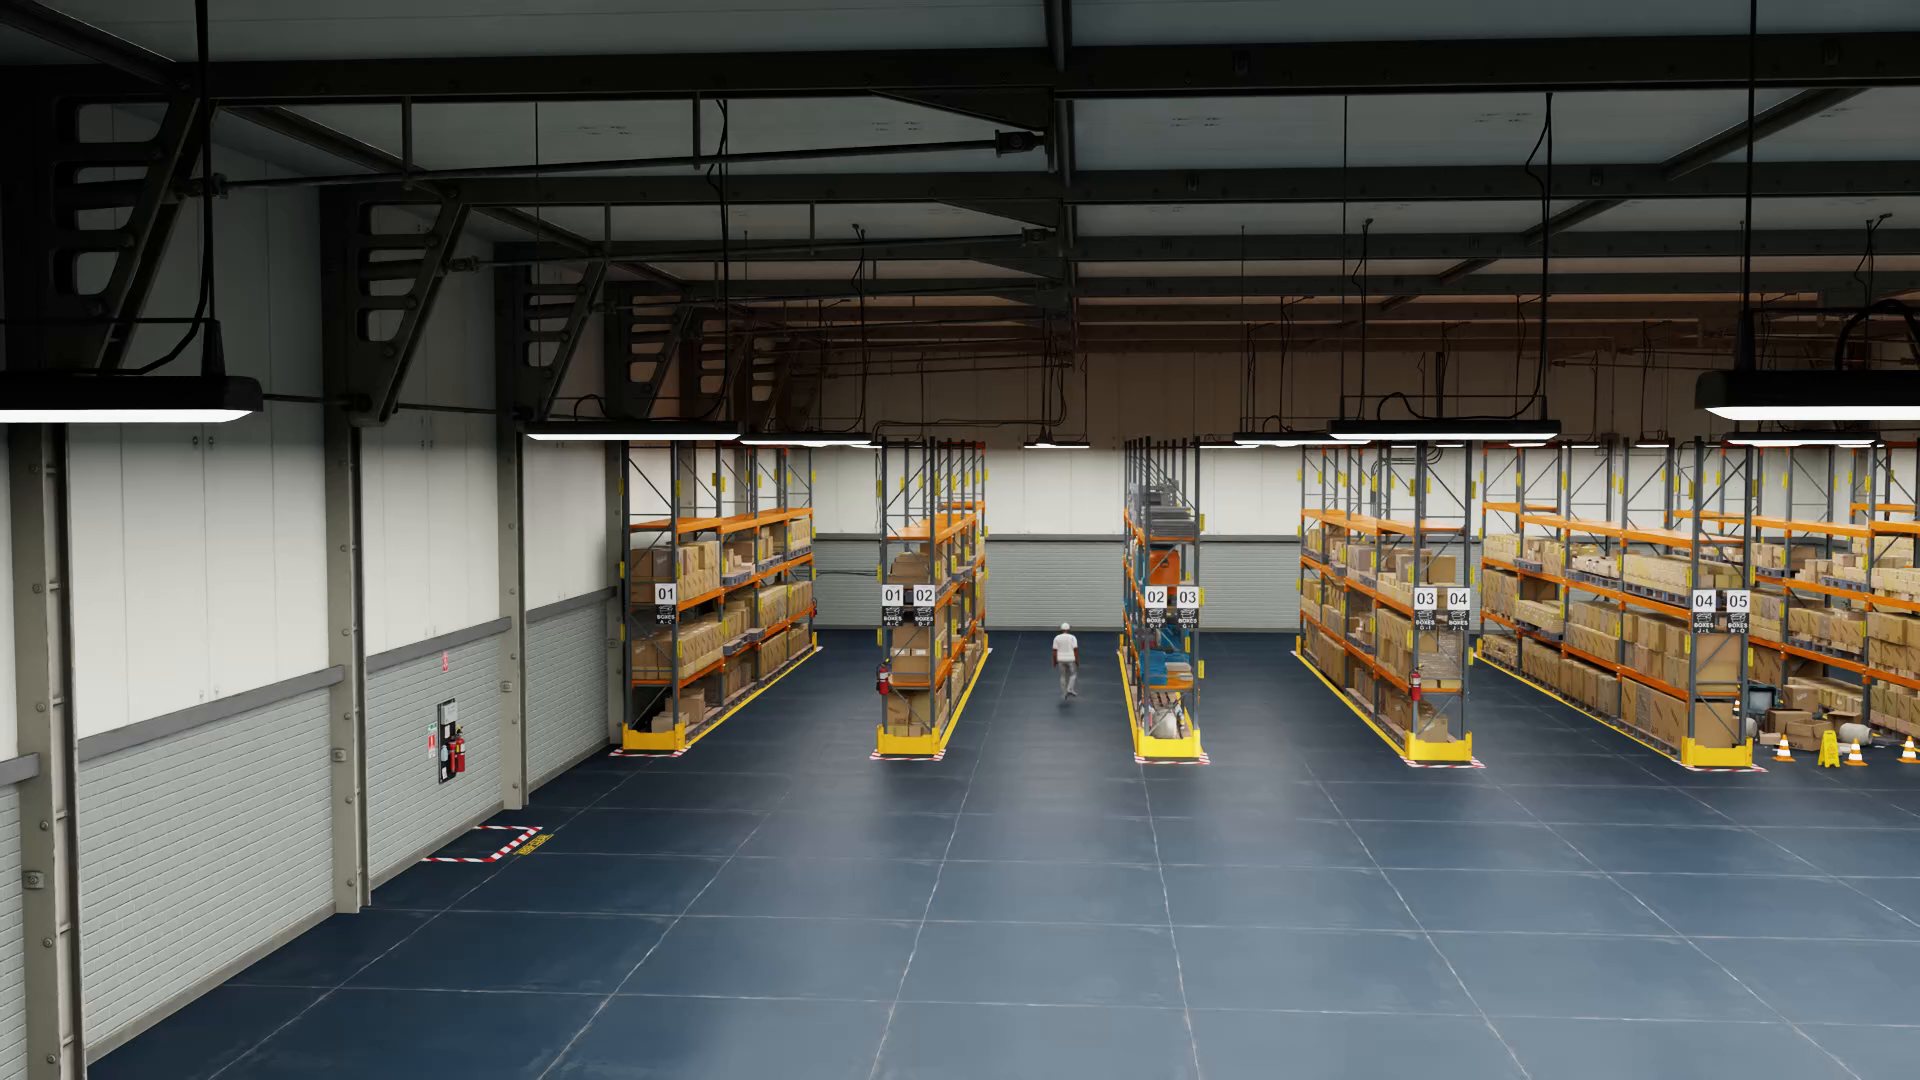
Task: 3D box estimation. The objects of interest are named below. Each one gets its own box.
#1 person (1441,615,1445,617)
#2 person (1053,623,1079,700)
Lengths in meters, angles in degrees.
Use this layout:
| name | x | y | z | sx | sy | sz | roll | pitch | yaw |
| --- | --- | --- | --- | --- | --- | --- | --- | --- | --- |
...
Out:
| name | x | y | z | sx | sy | sz | roll | pitch | yaw |
| --- | --- | --- | --- | --- | --- | --- | --- | --- | --- |
| person | 12.672 | 2.501 | 44.453 | 0.598 | 1.707 | 0.632 | 1 | 3 | 15 |
| person | 2.437 | 2.787 | 38.315 | 0.609 | 1.756 | 0.489 | 1 | 3 | 15 |
